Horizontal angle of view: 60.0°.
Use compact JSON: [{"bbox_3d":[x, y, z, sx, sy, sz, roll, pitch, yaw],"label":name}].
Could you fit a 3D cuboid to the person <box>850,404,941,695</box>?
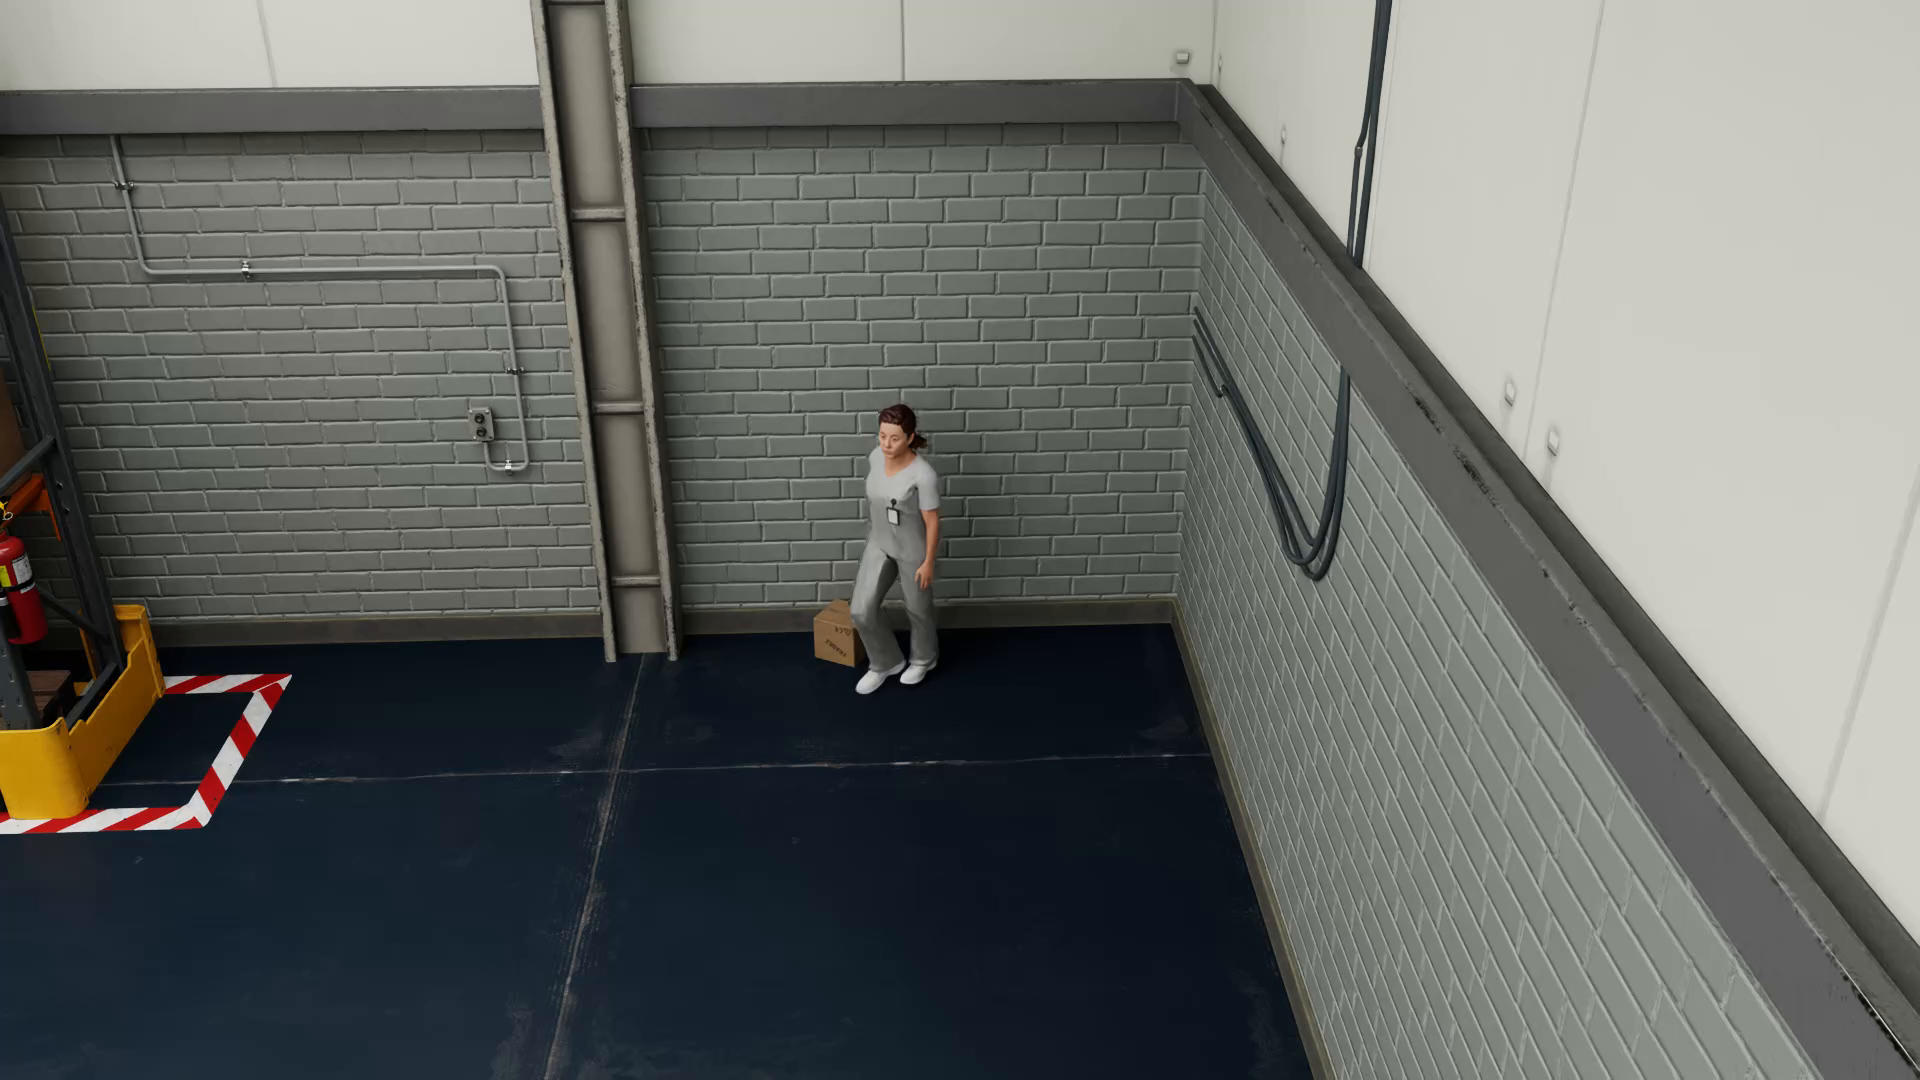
[{"bbox_3d":[-0.272,0.054,8.509,0.472,1.669,0.532,16,32,28],"label":"person"}]
